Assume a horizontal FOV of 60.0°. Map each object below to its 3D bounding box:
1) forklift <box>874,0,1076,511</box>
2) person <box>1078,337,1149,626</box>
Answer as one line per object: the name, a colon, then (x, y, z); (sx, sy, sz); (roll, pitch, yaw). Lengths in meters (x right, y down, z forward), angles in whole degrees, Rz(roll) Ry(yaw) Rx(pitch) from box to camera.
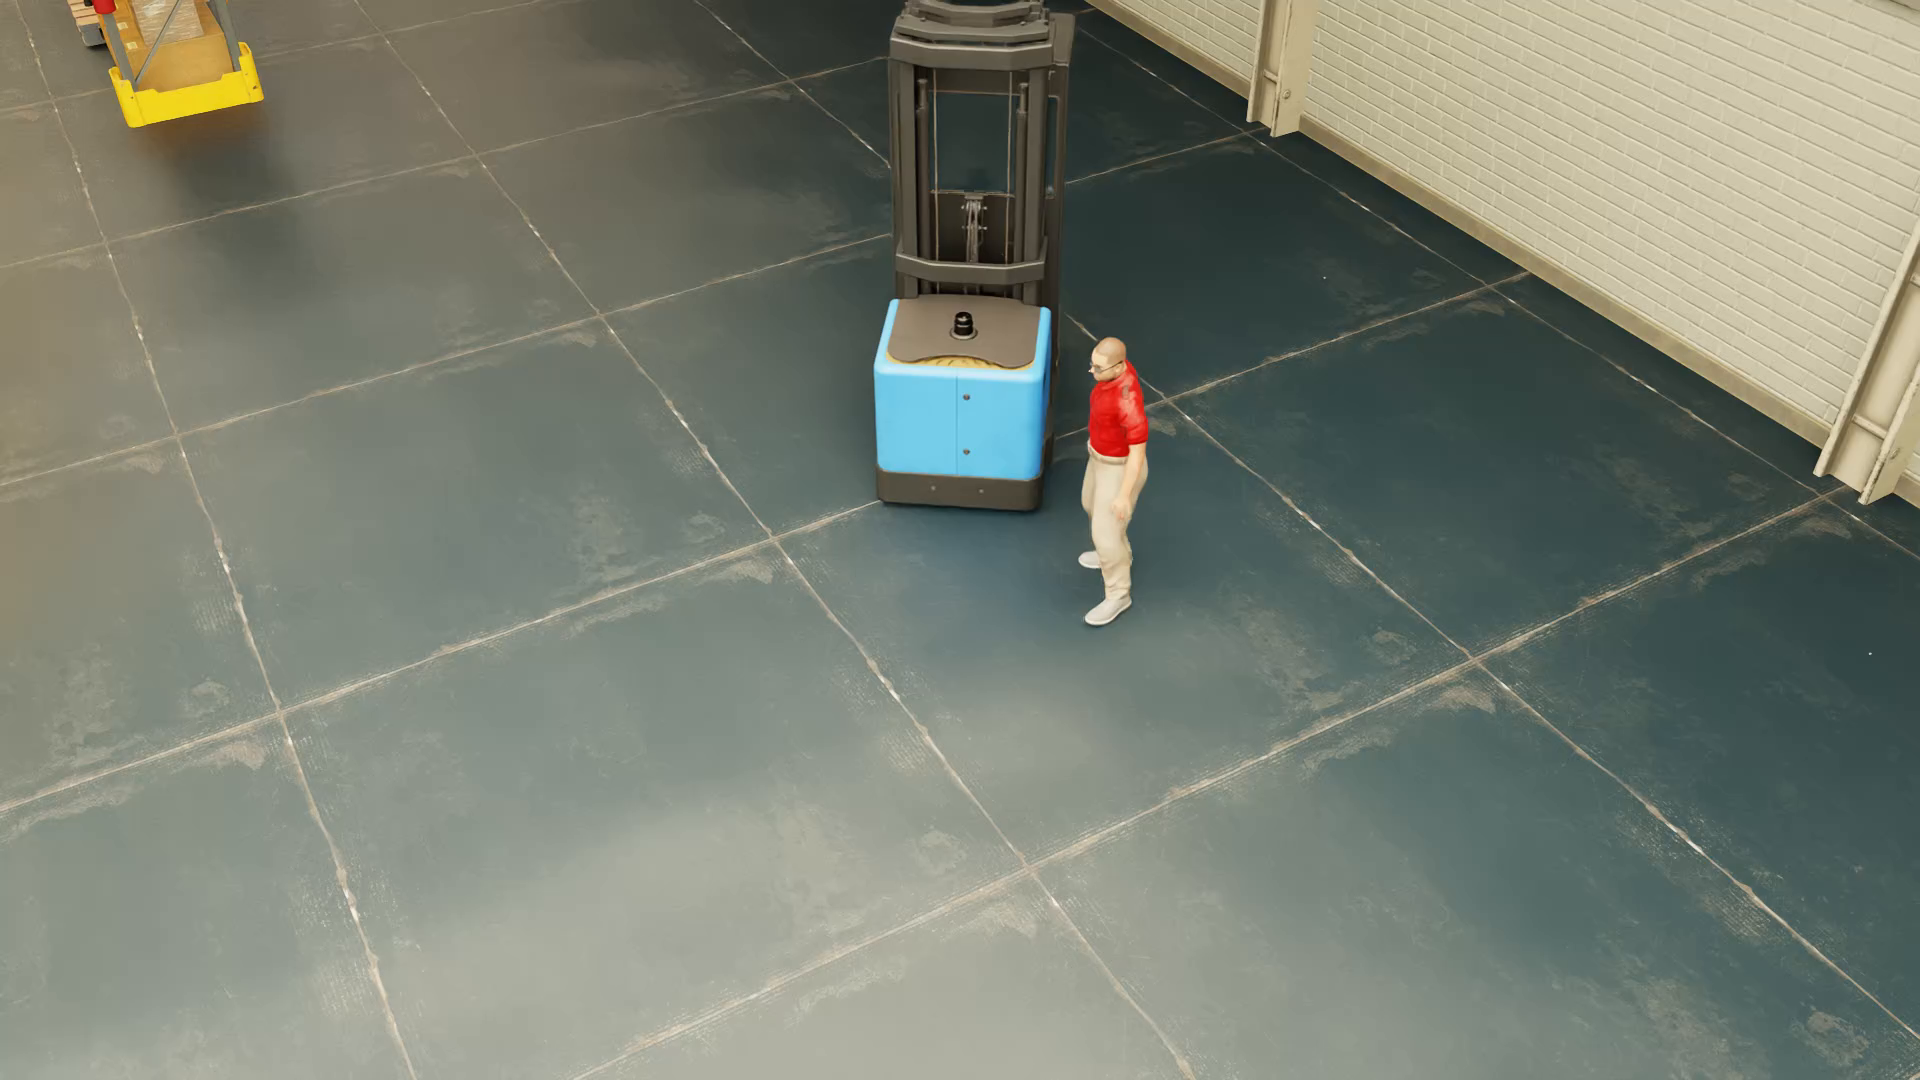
forklift: (0.137, -2.245, 10.743); (1.130, 2.935, 3.031); (4, 40, 5)
person: (0.877, -0.422, 9.512); (0.390, 1.702, 0.842); (-5, 40, -6)
